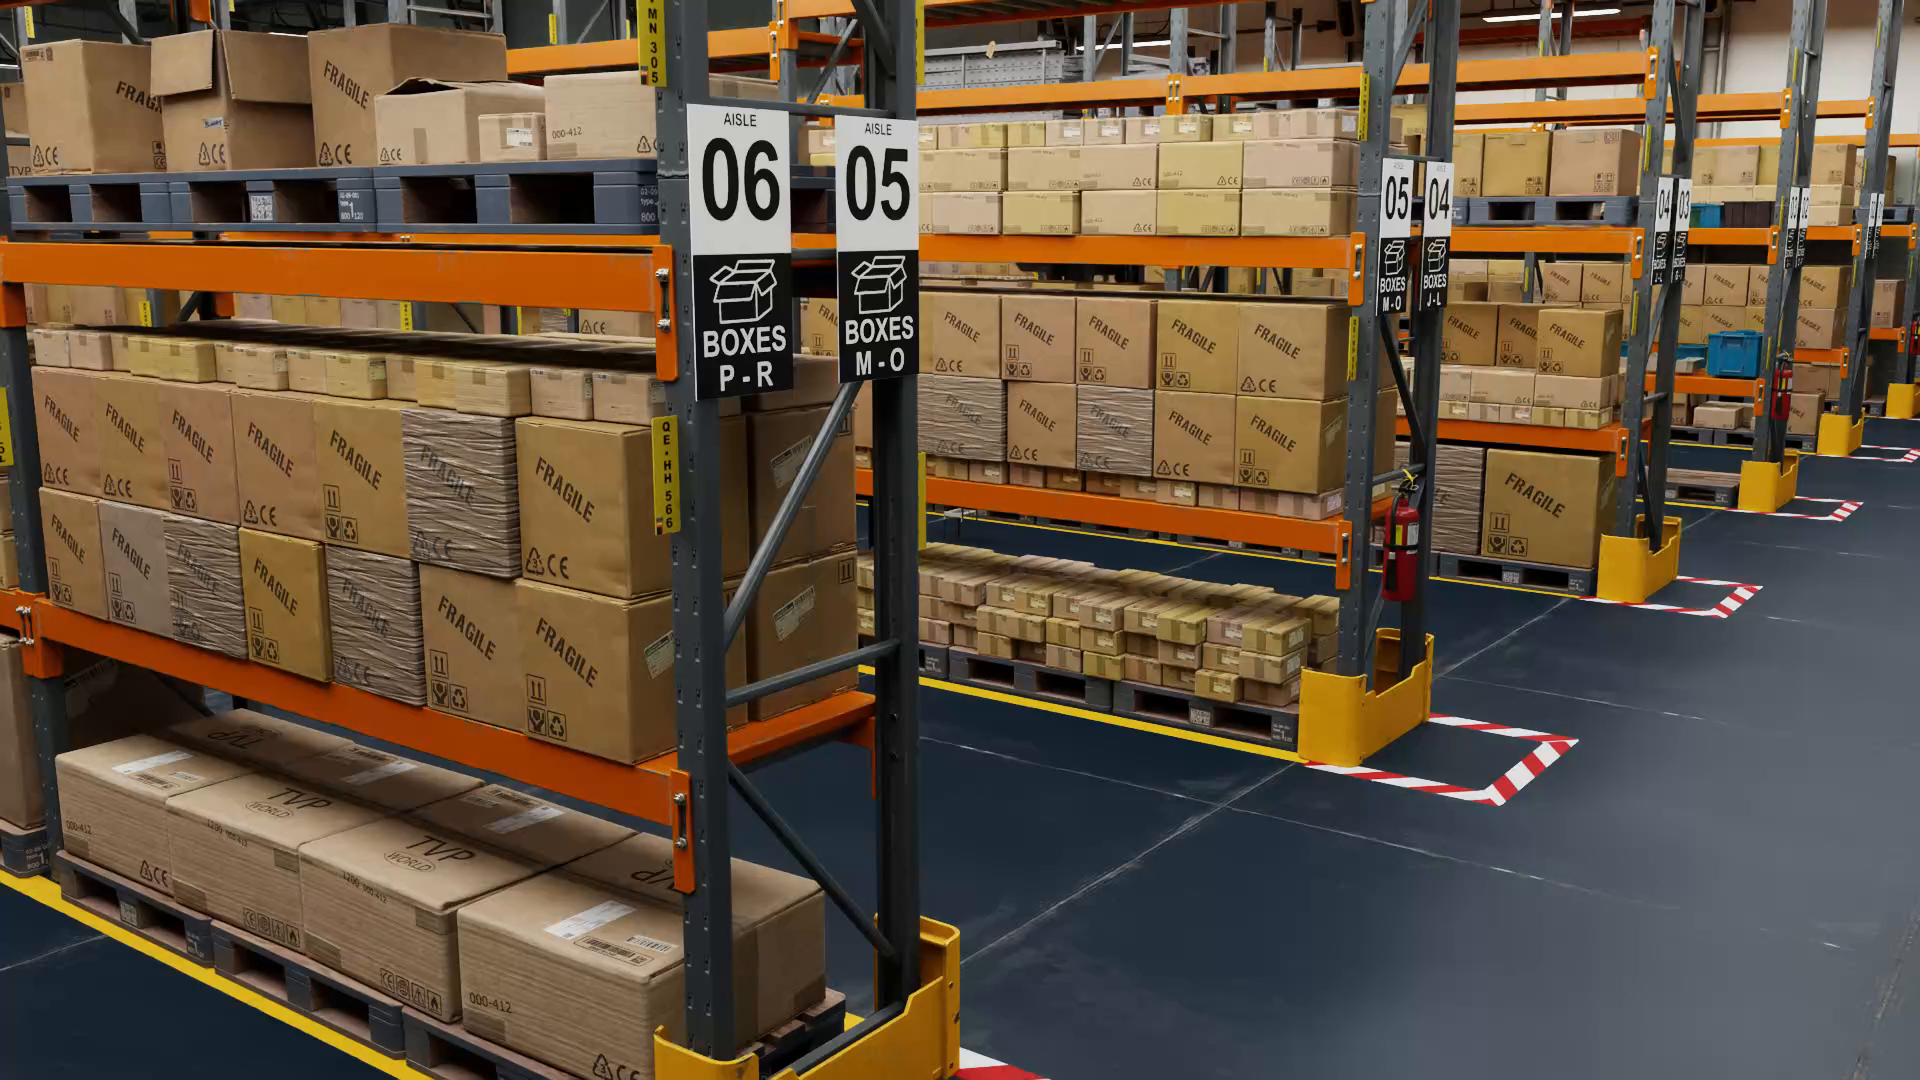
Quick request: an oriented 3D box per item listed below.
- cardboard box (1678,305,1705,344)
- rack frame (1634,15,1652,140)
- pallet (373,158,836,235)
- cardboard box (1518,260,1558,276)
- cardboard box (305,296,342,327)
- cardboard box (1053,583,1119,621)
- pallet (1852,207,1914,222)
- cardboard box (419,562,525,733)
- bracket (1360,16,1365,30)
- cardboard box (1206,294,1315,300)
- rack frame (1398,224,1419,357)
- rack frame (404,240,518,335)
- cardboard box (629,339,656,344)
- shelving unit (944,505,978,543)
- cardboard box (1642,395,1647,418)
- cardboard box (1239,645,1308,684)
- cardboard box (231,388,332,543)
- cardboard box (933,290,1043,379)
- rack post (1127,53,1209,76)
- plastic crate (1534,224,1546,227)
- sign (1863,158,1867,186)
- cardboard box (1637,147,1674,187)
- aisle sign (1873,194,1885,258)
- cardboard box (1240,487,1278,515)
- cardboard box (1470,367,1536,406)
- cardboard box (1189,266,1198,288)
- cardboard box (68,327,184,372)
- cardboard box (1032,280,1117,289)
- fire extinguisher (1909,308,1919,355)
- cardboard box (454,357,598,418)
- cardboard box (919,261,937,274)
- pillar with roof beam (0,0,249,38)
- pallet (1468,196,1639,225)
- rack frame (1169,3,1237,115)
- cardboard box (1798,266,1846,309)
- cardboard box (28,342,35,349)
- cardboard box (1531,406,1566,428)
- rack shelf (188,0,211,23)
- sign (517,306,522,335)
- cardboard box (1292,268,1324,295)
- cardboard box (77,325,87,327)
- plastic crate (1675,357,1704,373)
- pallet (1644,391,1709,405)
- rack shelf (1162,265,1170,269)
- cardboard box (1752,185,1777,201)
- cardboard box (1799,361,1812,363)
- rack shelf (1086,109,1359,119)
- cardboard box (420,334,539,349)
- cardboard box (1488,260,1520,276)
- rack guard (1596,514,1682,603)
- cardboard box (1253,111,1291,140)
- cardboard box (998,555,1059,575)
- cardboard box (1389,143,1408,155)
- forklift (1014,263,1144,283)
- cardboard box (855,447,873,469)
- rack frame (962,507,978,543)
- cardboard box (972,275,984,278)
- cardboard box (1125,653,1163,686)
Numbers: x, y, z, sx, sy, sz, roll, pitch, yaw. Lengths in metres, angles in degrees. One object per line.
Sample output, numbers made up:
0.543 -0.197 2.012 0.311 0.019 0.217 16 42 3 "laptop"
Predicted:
9.507 -2.838 21.760 0.500 0.500 0.500 8 13 35 "cardboard box"
10.959 -6.763 26.515 0.127 3.000 1.000 8 13 36 "rack frame"
-1.082 -1.087 5.306 1.213 0.211 1.003 8 13 36 "pallet"
9.614 -4.520 27.644 0.500 0.250 0.500 8 14 37 "cardboard box"
-5.257 -1.950 14.538 0.500 0.500 0.700 8 13 35 "cardboard box"
0.774 0.382 10.212 0.250 0.149 0.380 7 13 34 "cardboard box"
13.579 -4.879 24.907 1.213 0.211 1.003 8 13 36 "pallet"
-1.419 0.303 5.524 0.500 0.500 0.500 8 13 34 "cardboard box"
7.324 -9.157 29.416 0.430 0.232 0.235 8 13 36 "bracket"
1.755 -1.178 9.761 0.500 0.500 0.500 8 14 37 "cardboard box"
5.095 -2.301 19.245 0.127 3.000 1.000 8 13 36 "rack frame"
-4.078 -1.244 13.784 0.127 3.000 1.000 8 13 36 "rack frame"
-2.370 -1.489 13.036 0.250 0.149 0.380 9 14 38 "cardboard box"
0.007 -0.441 15.160 0.210 0.900 0.258 8 13 36 "shelving unit"
9.262 -1.850 22.834 0.500 0.311 0.500 8 13 36 "cardboard box"
1.776 0.687 9.419 0.250 0.149 0.380 8 13 34 "cardboard box"
-2.247 -0.301 6.011 0.500 0.500 0.500 8 13 35 "cardboard box"
0.180 -1.275 10.265 0.500 0.500 0.500 8 14 36 "cardboard box"
2.557 -5.876 20.576 0.986 0.289 0.624 8 13 36 "rack post"
6.346 -3.559 18.547 0.466 0.136 0.293 8 13 36 "plastic crate"
10.910 -4.434 20.042 0.005 0.325 0.100 8 13 36 "sign"
9.171 -4.889 21.833 0.500 0.500 0.700 8 13 36 "cardboard box"
11.483 -3.923 20.784 0.004 0.787 0.394 8 13 36 "aisle sign"
1.762 -0.249 9.299 0.250 0.149 0.380 8 13 35 "cardboard box"
4.431 -1.236 13.354 0.500 0.250 0.500 8 13 35 "cardboard box"
4.256 -5.106 32.114 0.500 0.500 0.500 8 13 34 "cardboard box"
-3.385 -0.782 6.793 0.250 0.149 0.380 8 14 36 "cardboard box"
1.098 -2.234 15.994 0.637 0.503 0.797 8 14 36 "cardboard box"
14.032 -3.059 24.350 0.183 0.674 0.296 8 13 36 "fire extinguisher"
-1.363 -0.485 5.255 0.250 0.149 0.380 8 13 35 "cardboard box"
-0.397 -4.919 29.098 0.500 0.500 0.700 8 14 36 "cardboard box"
-24.365 -10.879 47.794 0.548 9.000 9.100 8 13 36 "pillar with roof beam"
4.784 -2.604 13.148 1.213 0.211 1.003 8 13 36 "pallet"
2.164 -4.488 14.756 0.127 3.000 1.000 8 13 36 "rack frame"
10.733 -3.157 20.775 0.500 0.500 0.500 8 13 35 "cardboard box"
-4.313 -0.712 8.136 0.500 0.500 0.500 8 13 35 "cardboard box"
4.695 -0.988 13.121 0.250 0.149 0.380 8 14 36 "cardboard box"
-2.090 -2.196 5.858 4.000 0.370 1.077 8 13 36 "rack shelf"
-3.764 -1.858 14.117 0.005 0.325 0.100 8 13 36 "sign"
6.333 -4.720 30.330 0.500 0.500 0.700 8 13 36 "cardboard box"
-8.428 -1.944 17.008 0.550 0.550 0.875 8 13 36 "cardboard box"
7.555 -1.815 17.271 0.243 0.136 0.396 8 13 36 "plastic crate"
11.526 -2.351 26.846 1.213 0.211 1.003 8 13 36 "pallet"
0.552 -2.887 16.271 4.000 0.370 1.077 8 13 36 "rack shelf"
10.286 -4.328 20.907 0.500 0.250 0.500 8 13 36 "cardboard box"
13.169 -2.830 25.749 0.250 0.149 0.380 8 14 36 "cardboard box"
3.483 -4.921 19.944 4.000 0.370 1.077 8 13 36 "rack shelf"
-1.825 -0.697 6.353 0.250 0.149 0.380 8 13 34 "cardboard box"
9.203 -4.577 27.940 0.500 0.250 0.500 8 13 34 "cardboard box"
5.407 0.137 13.225 0.348 0.500 1.175 8 13 36 "rack guard"
1.775 -2.217 8.943 0.250 0.149 0.380 8 14 36 "cardboard box"
0.457 0.214 11.080 0.250 0.149 0.380 7 13 33 "cardboard box"
2.162 -2.080 9.283 0.500 0.250 0.500 8 14 36 "cardboard box"
1.285 -2.154 18.669 1.130 2.935 3.031 -7 13 -32 "forklift"
-0.567 -0.572 10.969 0.250 0.149 0.380 8 14 37 "cardboard box"
0.088 -0.429 15.101 0.006 0.900 0.240 8 13 36 "rack frame"
0.417 -4.438 28.322 0.250 0.149 0.380 8 13 35 "cardboard box"
1.187 0.739 9.931 0.250 0.149 0.380 8 14 36 "cardboard box"
